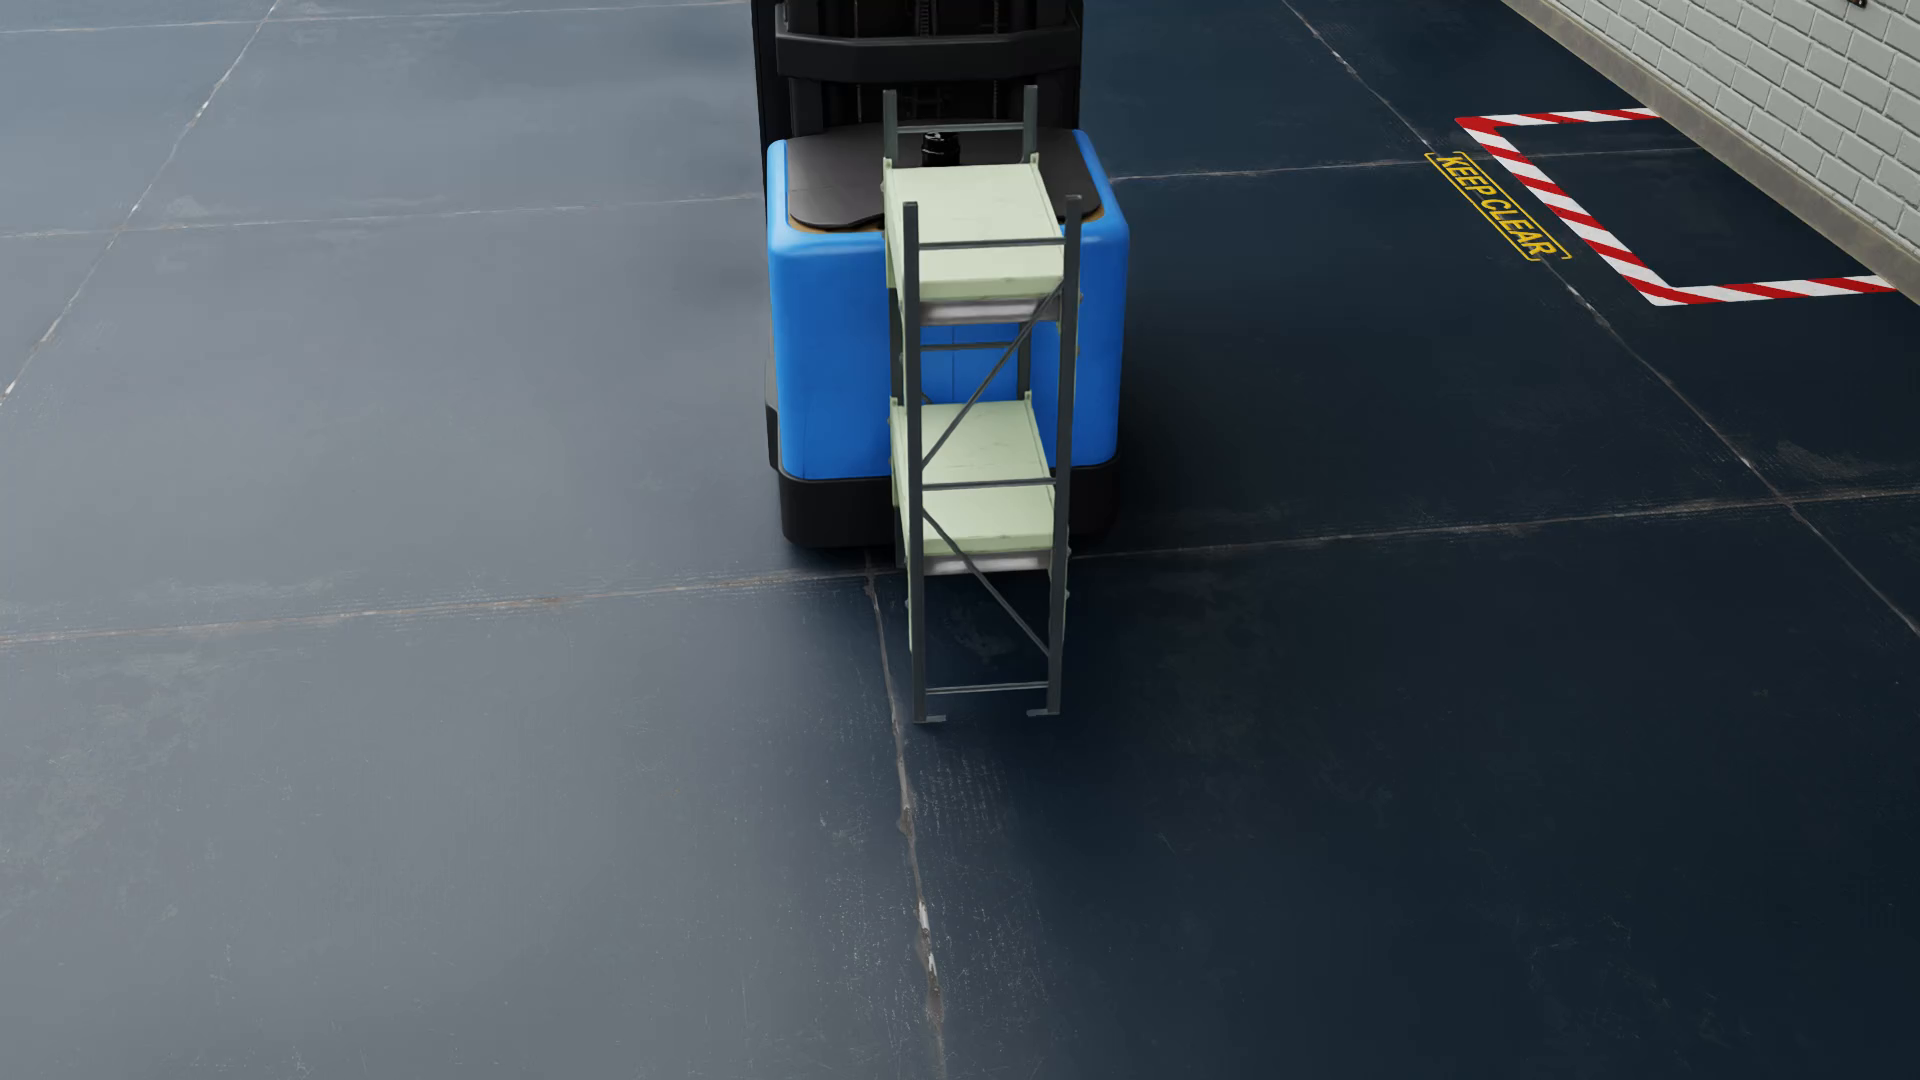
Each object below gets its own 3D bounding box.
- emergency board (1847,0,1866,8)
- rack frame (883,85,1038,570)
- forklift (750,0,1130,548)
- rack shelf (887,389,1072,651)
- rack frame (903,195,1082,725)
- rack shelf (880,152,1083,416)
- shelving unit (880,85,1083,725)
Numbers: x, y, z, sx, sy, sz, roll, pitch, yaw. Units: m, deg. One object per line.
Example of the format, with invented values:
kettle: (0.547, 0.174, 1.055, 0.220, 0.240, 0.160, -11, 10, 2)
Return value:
emergency board: (3.594, -2.841, 6.755, 0.157, 1.169, 0.626, -4, 35, -6)
rack frame: (0.002, -0.545, 4.719, 0.400, 1.500, 0.023, -3, 34, -5)
forklift: (-0.163, -1.997, 5.578, 1.130, 2.935, 3.031, -3, 34, -5)
rack shelf: (0.037, -0.071, 4.601, 0.431, 0.370, 0.720, -3, 34, -5)
rack frame: (0.073, -0.135, 4.117, 0.400, 1.500, 0.023, -3, 34, -5)
rack shelf: (0.037, -0.663, 4.198, 0.431, 0.370, 0.720, -3, 34, -5)
shelving unit: (0.037, -0.340, 4.418, 0.431, 1.500, 0.755, -3, 34, -5)
